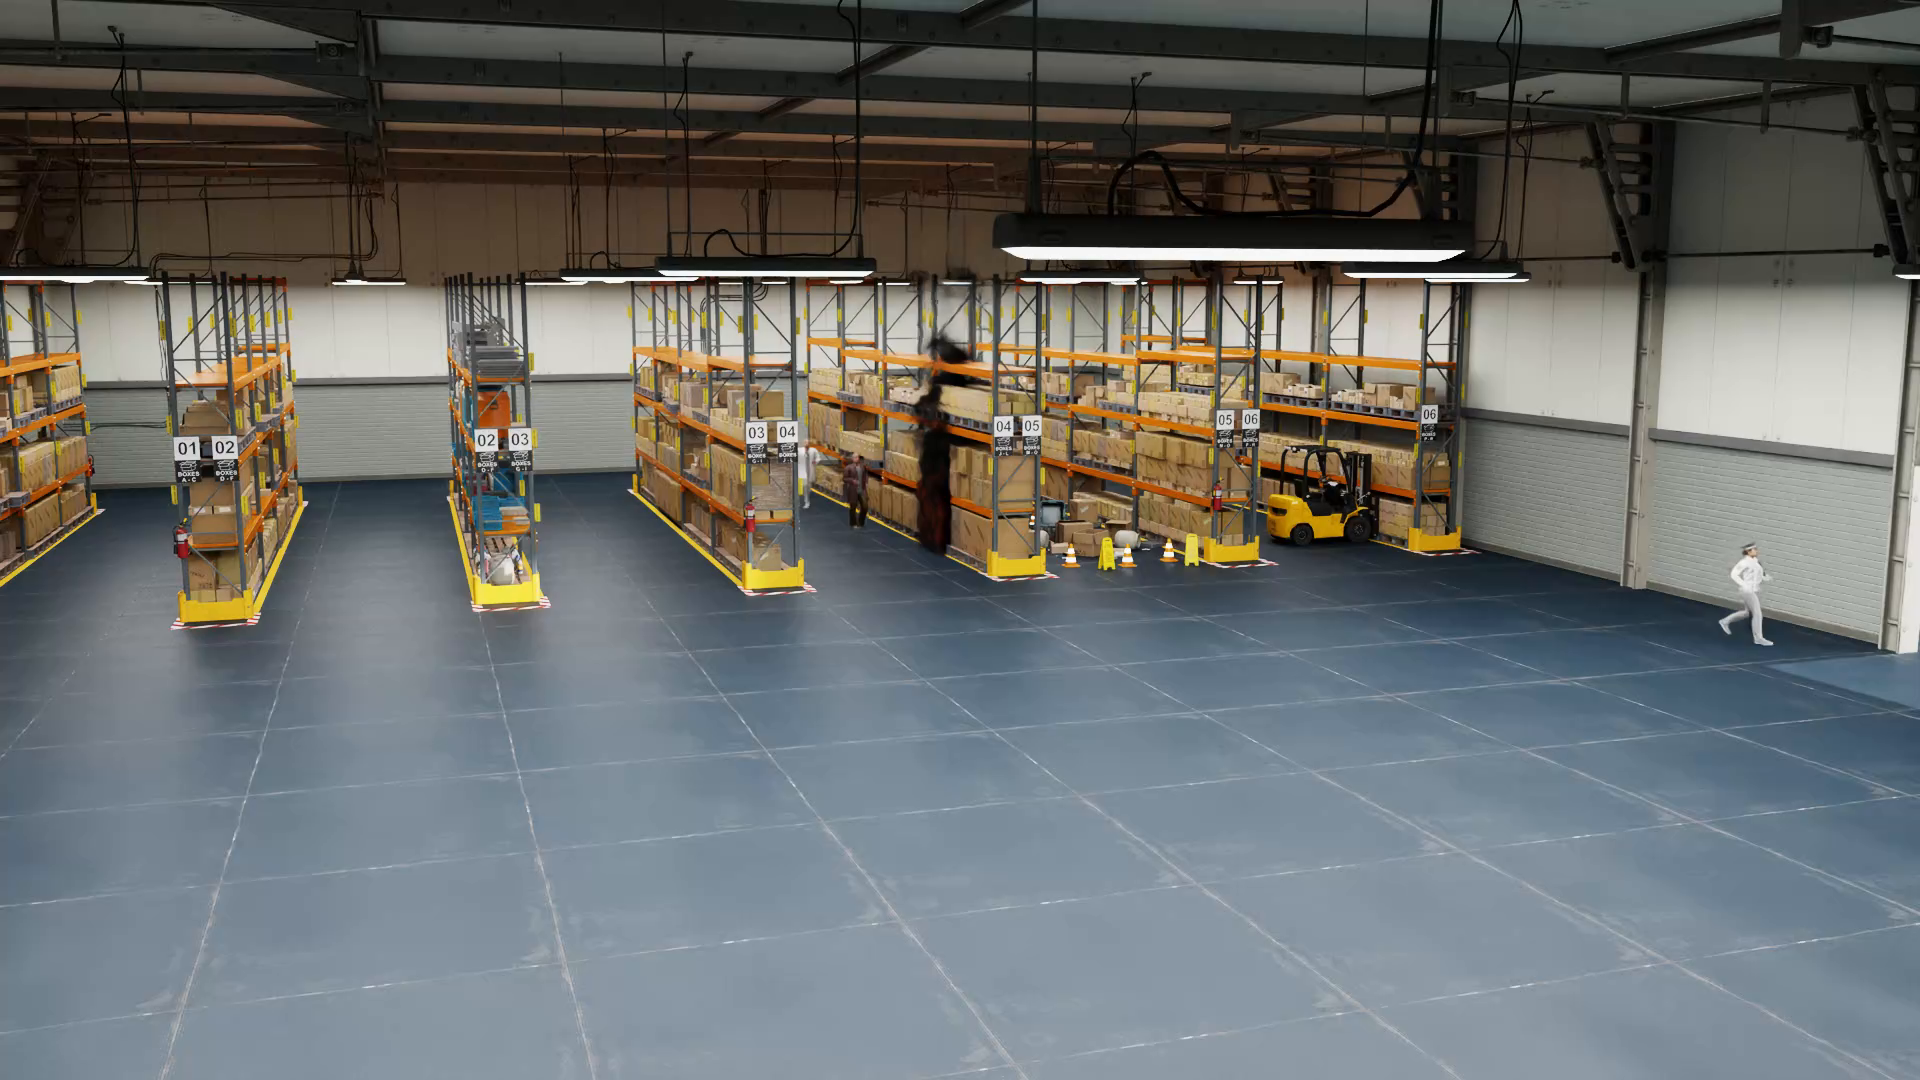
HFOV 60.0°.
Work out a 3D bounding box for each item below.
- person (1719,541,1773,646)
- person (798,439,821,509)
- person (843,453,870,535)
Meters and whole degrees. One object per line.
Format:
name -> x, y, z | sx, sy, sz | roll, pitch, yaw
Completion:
person -> 12.767, 0.836, 26.945 | 0.896, 1.665, 0.622 | 8, 12, 42
person -> -4.028, -1.775, 43.905 | 0.692, 1.820, 0.945 | -3, 9, -18
person -> -2.291, -1.033, 37.301 | 0.681, 1.854, 0.764 | -4, 9, -23
